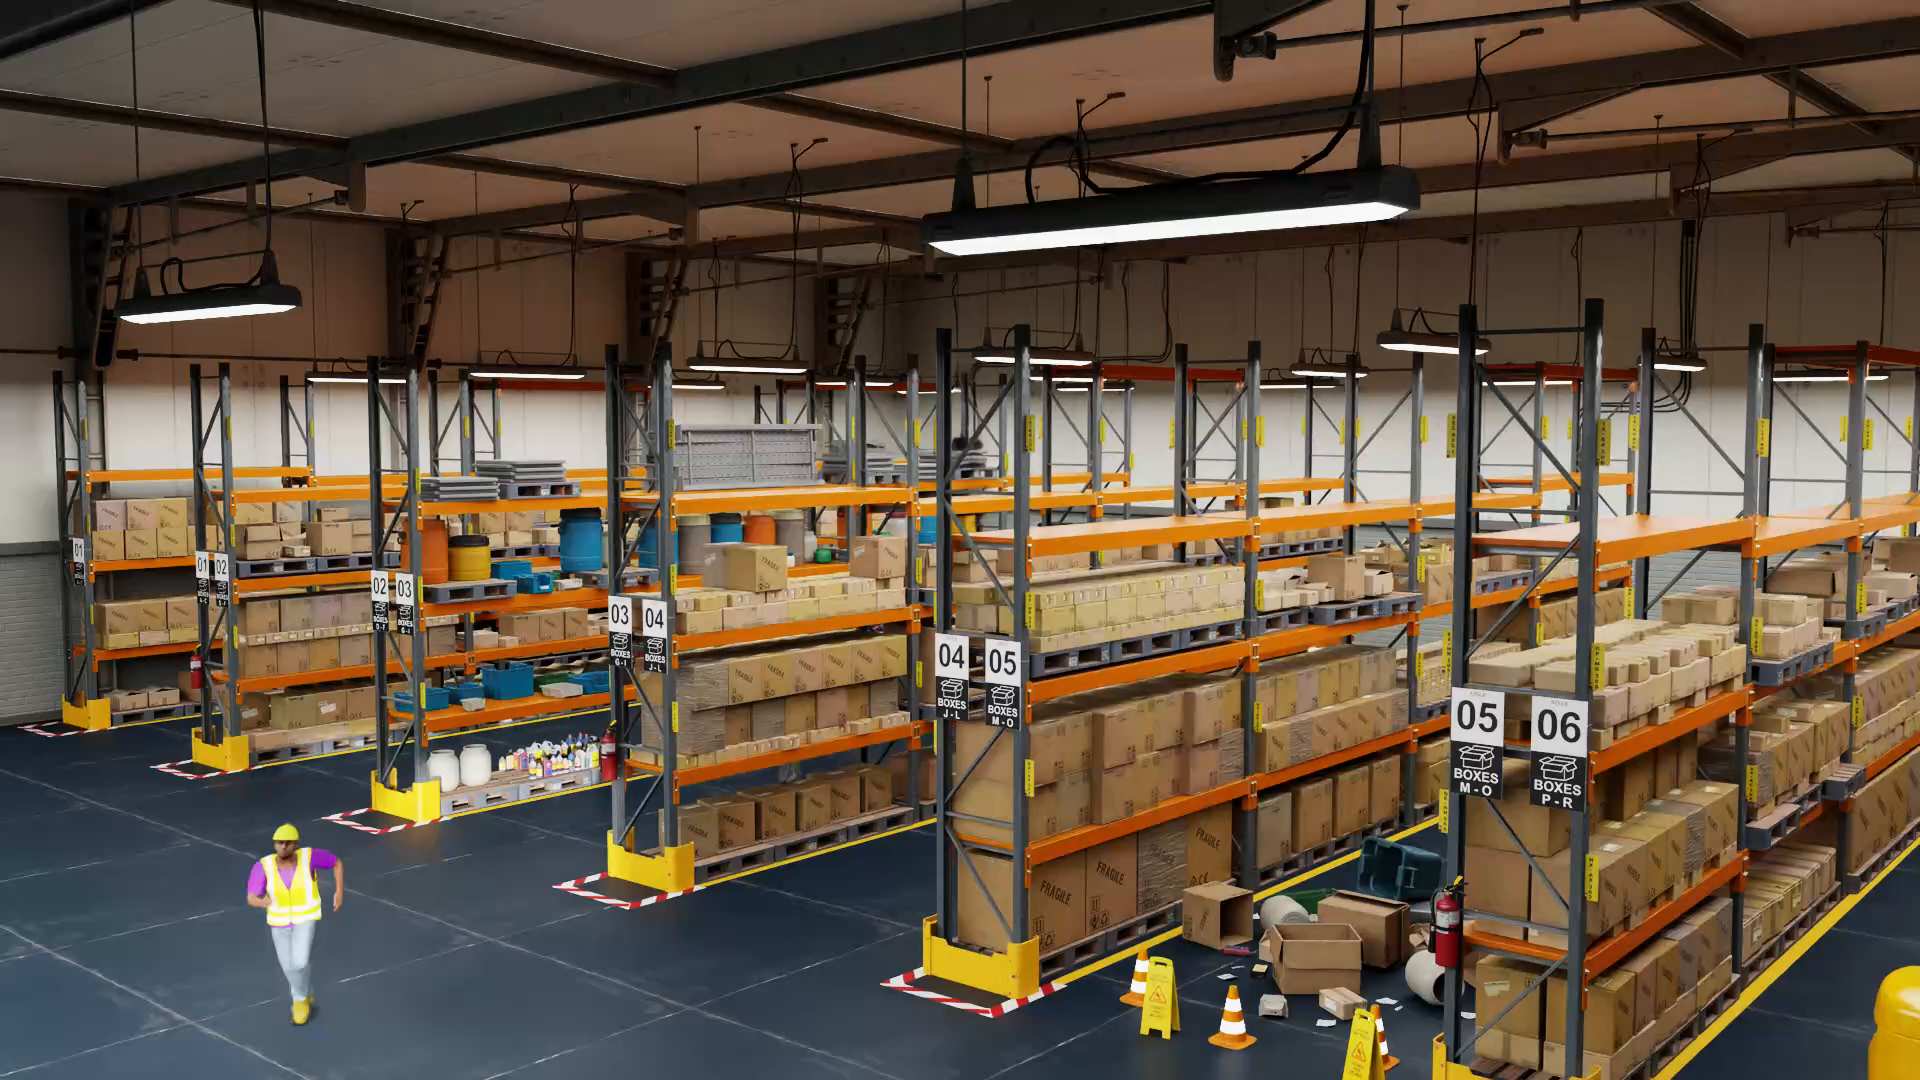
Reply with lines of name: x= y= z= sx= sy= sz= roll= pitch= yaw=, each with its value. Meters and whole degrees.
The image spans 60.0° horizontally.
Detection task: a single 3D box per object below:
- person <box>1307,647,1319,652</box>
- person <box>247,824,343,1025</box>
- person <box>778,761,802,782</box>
person: x=5.440 y=2.484 z=25.496 sx=0.683 sy=1.737 sz=0.706 roll=3 pitch=5 yaw=37
person: x=-5.667 y=3.259 z=14.170 sx=0.736 sy=1.728 sz=0.790 roll=-1 pitch=4 yaw=-12
person: x=-2.438 y=2.625 z=23.512 sx=0.607 sy=1.646 sz=0.654 roll=2 pitch=5 yaw=30
